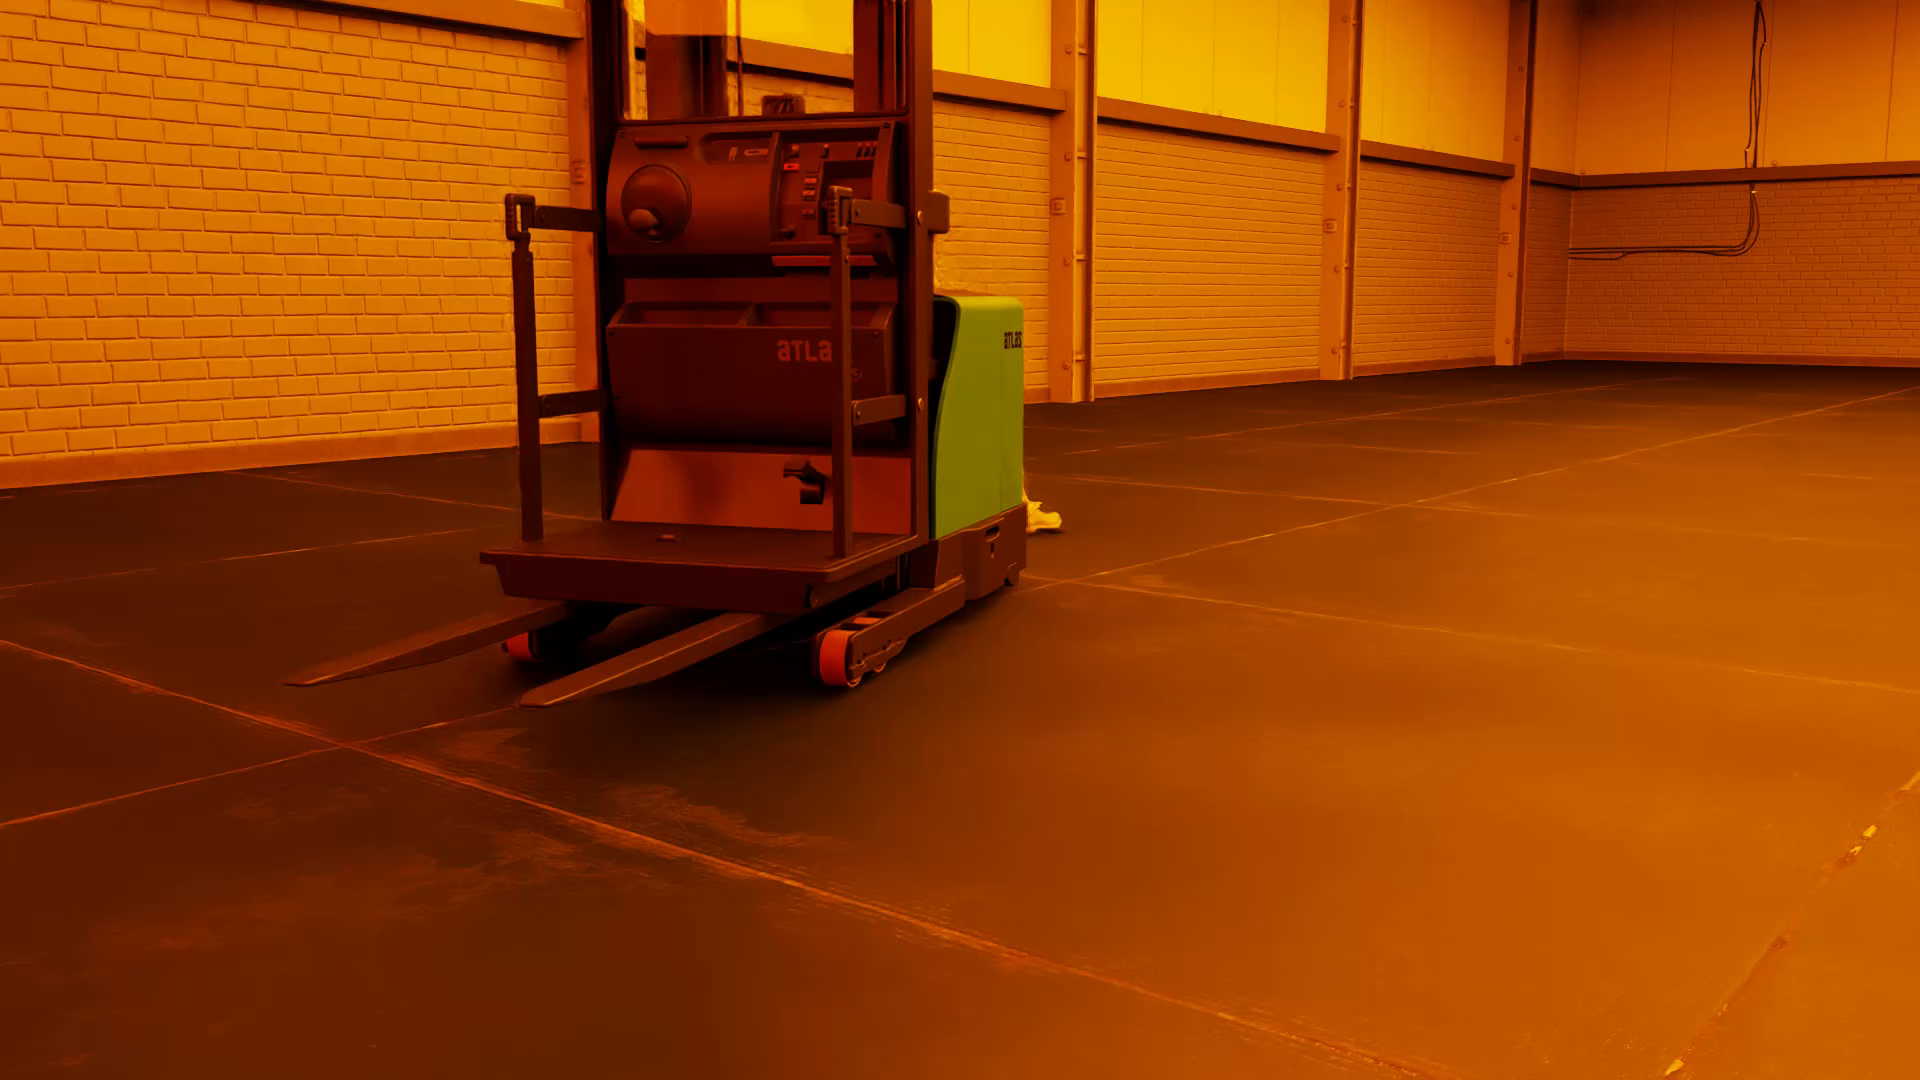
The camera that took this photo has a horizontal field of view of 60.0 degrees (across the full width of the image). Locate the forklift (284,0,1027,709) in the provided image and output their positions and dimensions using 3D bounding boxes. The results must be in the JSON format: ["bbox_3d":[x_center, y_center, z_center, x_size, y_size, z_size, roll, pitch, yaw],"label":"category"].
[{"bbox_3d":[-0.707,-1.105,4.833,1.130,2.935,3.031,3,9,18],"label":"forklift"}]

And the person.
[{"bbox_3d":[-0.164,-0.864,7.861,0.948,1.573,1.274,-4,9,-24],"label":"person"}]
